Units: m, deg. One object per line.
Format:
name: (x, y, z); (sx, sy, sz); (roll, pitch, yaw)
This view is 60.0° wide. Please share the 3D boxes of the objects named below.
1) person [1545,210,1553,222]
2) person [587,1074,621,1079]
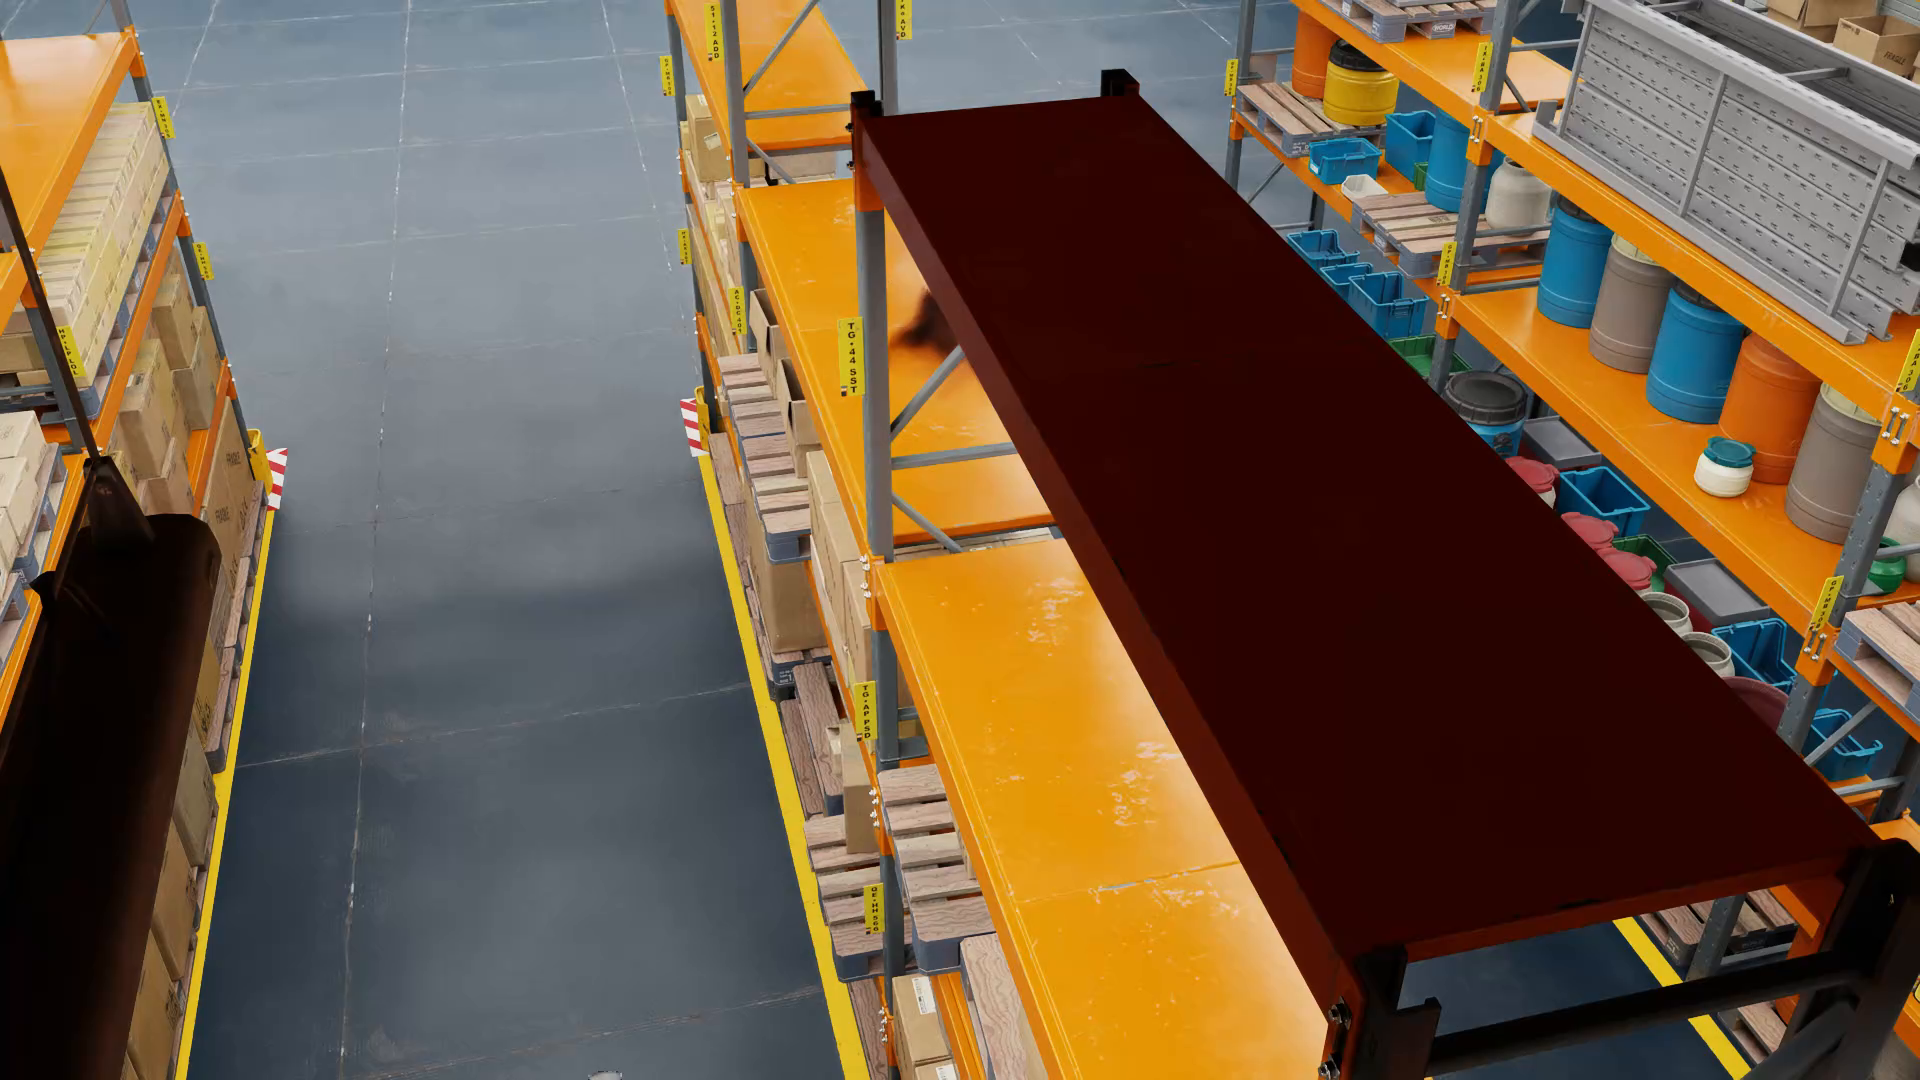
person: (6.409, -4.002, 18.518); (0.577, 1.612, 0.575); (6, 35, 9)
person: (-1.607, 3.201, 7.930); (0.557, 1.737, 0.816); (-11, 36, -16)
